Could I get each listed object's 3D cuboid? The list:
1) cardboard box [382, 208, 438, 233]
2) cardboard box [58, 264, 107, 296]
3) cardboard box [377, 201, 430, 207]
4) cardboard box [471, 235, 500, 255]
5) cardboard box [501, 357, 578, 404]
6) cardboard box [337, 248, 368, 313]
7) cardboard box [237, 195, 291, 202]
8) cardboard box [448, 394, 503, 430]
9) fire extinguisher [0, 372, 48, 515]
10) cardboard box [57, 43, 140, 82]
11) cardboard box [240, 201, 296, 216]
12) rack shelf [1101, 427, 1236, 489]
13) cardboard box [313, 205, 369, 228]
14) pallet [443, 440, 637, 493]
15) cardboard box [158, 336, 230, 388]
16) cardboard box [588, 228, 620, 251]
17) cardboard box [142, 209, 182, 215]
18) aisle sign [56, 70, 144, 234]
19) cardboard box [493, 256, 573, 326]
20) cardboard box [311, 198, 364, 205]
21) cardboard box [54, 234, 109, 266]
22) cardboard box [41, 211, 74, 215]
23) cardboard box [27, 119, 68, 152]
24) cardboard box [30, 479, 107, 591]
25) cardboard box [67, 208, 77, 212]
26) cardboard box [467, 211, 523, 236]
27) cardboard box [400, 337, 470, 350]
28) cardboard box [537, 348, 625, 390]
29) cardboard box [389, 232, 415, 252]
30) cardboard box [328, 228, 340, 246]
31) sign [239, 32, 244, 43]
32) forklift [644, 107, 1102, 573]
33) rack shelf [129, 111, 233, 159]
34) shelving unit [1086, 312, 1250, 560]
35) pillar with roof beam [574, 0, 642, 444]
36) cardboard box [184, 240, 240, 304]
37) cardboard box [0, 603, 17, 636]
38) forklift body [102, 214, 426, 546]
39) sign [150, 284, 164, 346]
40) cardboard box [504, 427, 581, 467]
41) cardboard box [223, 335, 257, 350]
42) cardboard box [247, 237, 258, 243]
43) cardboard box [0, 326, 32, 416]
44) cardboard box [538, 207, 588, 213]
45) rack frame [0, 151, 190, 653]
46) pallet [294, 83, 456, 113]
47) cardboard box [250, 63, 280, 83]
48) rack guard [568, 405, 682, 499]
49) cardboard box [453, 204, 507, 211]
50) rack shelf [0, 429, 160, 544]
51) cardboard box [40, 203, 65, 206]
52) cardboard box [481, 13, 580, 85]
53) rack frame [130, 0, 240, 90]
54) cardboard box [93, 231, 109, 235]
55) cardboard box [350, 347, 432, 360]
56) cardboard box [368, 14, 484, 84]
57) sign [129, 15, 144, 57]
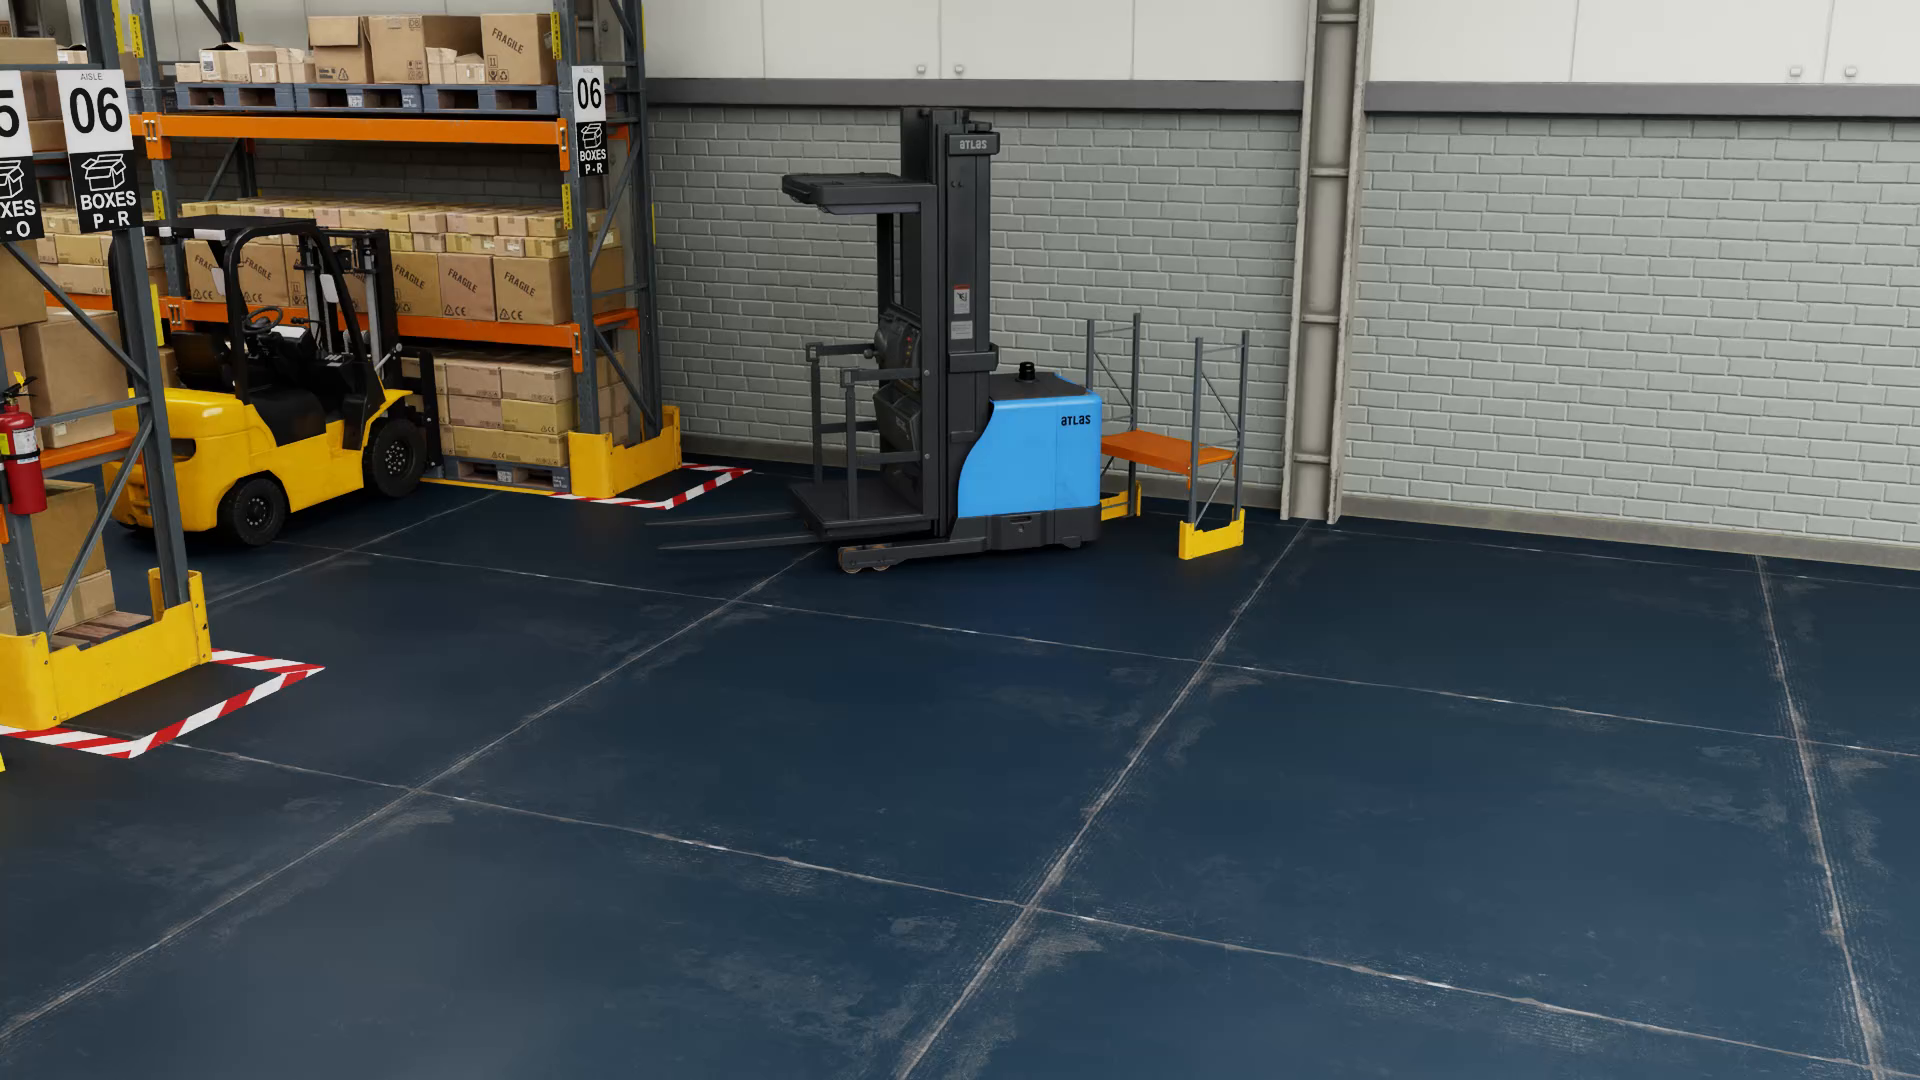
[{"bbox_3d":[-4.312,-2.512,13.071,0.250,0.149,0.380,7,17,22],"label":"cardboard box"},{"bbox_3d":[-7.433,-2.294,14.465,0.500,0.250,0.500,6,17,20],"label":"cardboard box"},{"bbox_3d":[-4.587,-2.707,13.742,0.250,0.149,0.380,7,18,22],"label":"cardboard box"},{"bbox_3d":[-3.571,-2.306,12.895,0.250,0.149,0.380,7,17,22],"label":"cardboard box"},{"bbox_3d":[-3.220,-1.251,12.987,0.500,0.250,0.500,7,18,22],"label":"cardboard box"},{"bbox_3d":[-4.660,-2.110,13.382,0.500,0.500,0.500,6,17,21],"label":"cardboard box"},{"bbox_3d":[-5.991,-2.881,14.339,0.250,0.149,0.380,6,17,21],"label":"cardboard box"},{"bbox_3d":[-3.708,-1.067,13.252,0.500,0.250,0.500,6,17,20],"label":"cardboard box"},{"bbox_3d":[-4.558,-0.467,8.041,0.183,0.674,0.296,6,17,21],"label":"fire extinguisher"},{"bbox_3d":[-7.161,-3.991,13.887,0.500,0.311,0.500,6,17,19],"label":"cardboard box"},{"bbox_3d":[-5.694,-2.698,13.711,0.250,0.149,0.380,6,17,20],"label":"cardboard box"},{"bbox_3d":[1.413,-0.579,11.624,0.538,0.185,1.000,-13,21,-38],"label":"rack shelf"},{"bbox_3d":[-4.984,-2.614,13.421,0.250,0.149,0.380,6,17,20],"label":"cardboard box"},{"bbox_3d":[-3.404,-0.652,13.539,1.213,0.211,1.003,6,17,21],"label":"pallet"},{"bbox_3d":[-6.888,-1.444,14.774,0.625,0.625,0.875,7,18,23],"label":"cardboard box"},{"bbox_3d":[-2.898,-2.385,13.165,0.250,0.149,0.380,6,17,19],"label":"cardboard box"},{"bbox_3d":[-7.109,-2.850,14.769,0.250,0.149,0.380,6,17,20],"label":"cardboard box"},{"bbox_3d":[-4.324,-1.958,8.375,0.004,0.787,0.394,6,17,21],"label":"aisle sign"},{"bbox_3d":[-3.232,-1.953,12.843,0.500,0.500,0.500,6,17,19],"label":"cardboard box"},{"bbox_3d":[-5.266,-2.811,14.100,0.250,0.149,0.380,6,17,20],"label":"cardboard box"},{"bbox_3d":[-7.431,-2.535,14.398,0.500,0.250,0.500,6,17,19],"label":"cardboard box"},{"bbox_3d":[-7.998,-2.792,14.569,0.250,0.149,0.380,6,17,21],"label":"cardboard box"},{"bbox_3d":[-4.685,-2.074,8.506,0.250,0.149,0.380,6,17,21],"label":"cardboard box"},{"bbox_3d":[-5.167,-0.033,9.242,0.500,0.500,0.500,6,17,19],"label":"cardboard box"},{"bbox_3d":[-7.814,-2.928,15.035,0.250,0.149,0.380,6,17,20],"label":"cardboard box"},{"bbox_3d":[-3.582,-2.445,12.837,0.250,0.149,0.380,7,17,22],"label":"cardboard box"},{"bbox_3d":[-4.457,-1.541,13.987,0.500,0.250,0.500,6,17,20],"label":"cardboard box"},{"bbox_3d":[-3.055,-1.383,13.442,0.500,0.250,0.500,6,17,20],"label":"cardboard box"},{"bbox_3d":[-4.305,-2.370,13.116,0.250,0.149,0.380,6,17,21],"label":"cardboard box"},{"bbox_3d":[-5.019,-2.453,13.399,0.250,0.149,0.380,6,17,19],"label":"cardboard box"},{"bbox_3d":[-6.196,-4.203,14.323,0.005,0.325,0.100,6,17,21],"label":"sign"},{"bbox_3d":[-0.600,-1.354,11.080,3.031,2.935,1.130,-5,17,-17],"label":"forklift"},{"bbox_3d":[-8.259,-3.632,14.715,4.000,0.370,1.077,6,17,21],"label":"rack shelf"},{"bbox_3d":[1.407,-0.754,11.581,0.587,1.500,1.083,-13,21,-38],"label":"shelving unit"},{"bbox_3d":[-4.574,-3.993,9.286,0.400,9.000,9.100,6,17,21],"label":"pillar with roof beam"},{"bbox_3d":[-6.082,-2.267,13.924,0.500,0.500,0.500,6,17,19],"label":"cardboard box"},{"bbox_3d":[-5.369,0.468,8.860,0.500,0.250,0.500,6,17,20],"label":"cardboard box"},{"bbox_3d":[-5.111,-1.236,12.075,1.214,2.155,2.313,6,17,21],"label":"forklift body"},{"bbox_3d":[-4.297,-1.192,8.847,0.005,0.325,0.100,6,17,21],"label":"sign"},{"bbox_3d":[-3.231,-0.771,13.126,0.500,0.250,0.500,6,17,21],"label":"cardboard box"},{"bbox_3d":[-6.064,-1.563,14.062,0.500,0.250,0.500,6,17,20],"label":"cardboard box"},{"bbox_3d":[-5.705,-2.546,13.719,0.250,0.149,0.380,6,17,21],"label":"cardboard box"},{"bbox_3d":[-5.101,-0.810,8.372,0.500,0.500,0.500,6,17,20],"label":"cardboard box"},{"bbox_3d":[-3.136,-2.559,13.231,0.250,0.149,0.380,7,18,23],"label":"cardboard box"},{"bbox_3d":[-4.495,-0.636,8.483,0.127,3.000,1.000,6,17,21],"label":"rack frame"},{"bbox_3d":[-4.465,-3.525,13.213,1.213,0.211,1.003,6,17,21],"label":"pallet"},{"bbox_3d":[-5.378,-3.699,13.172,0.250,0.149,0.380,7,18,22],"label":"cardboard box"},{"bbox_3d":[-2.655,-0.720,13.258,0.348,0.500,1.175,6,17,21],"label":"rack guard"},{"bbox_3d":[-3.873,-2.624,13.455,0.250,0.149,0.380,7,18,22],"label":"cardboard box"},{"bbox_3d":[-6.356,-0.495,9.288,4.000,0.370,1.077,6,17,21],"label":"rack shelf"},{"bbox_3d":[-8.509,-3.022,15.362,0.250,0.149,0.380,6,17,20],"label":"cardboard box"},{"bbox_3d":[-3.179,-3.644,12.352,0.500,0.500,0.500,7,18,22],"label":"cardboard box"},{"bbox_3d":[-6.399,-5.213,13.491,0.127,3.000,1.000,6,17,21],"label":"rack frame"},{"bbox_3d":[-7.253,-2.730,14.353,0.250,0.149,0.380,6,17,21],"label":"cardboard box"},{"bbox_3d":[-4.639,-1.404,13.516,0.500,0.250,0.500,6,17,20],"label":"cardboard box"},{"bbox_3d":[-4.095,-3.774,12.802,0.500,0.500,0.700,6,17,21],"label":"cardboard box"},{"bbox_3d":[-6.589,-4.031,13.305,0.005,0.325,0.100,6,17,21],"label":"sign"}]
